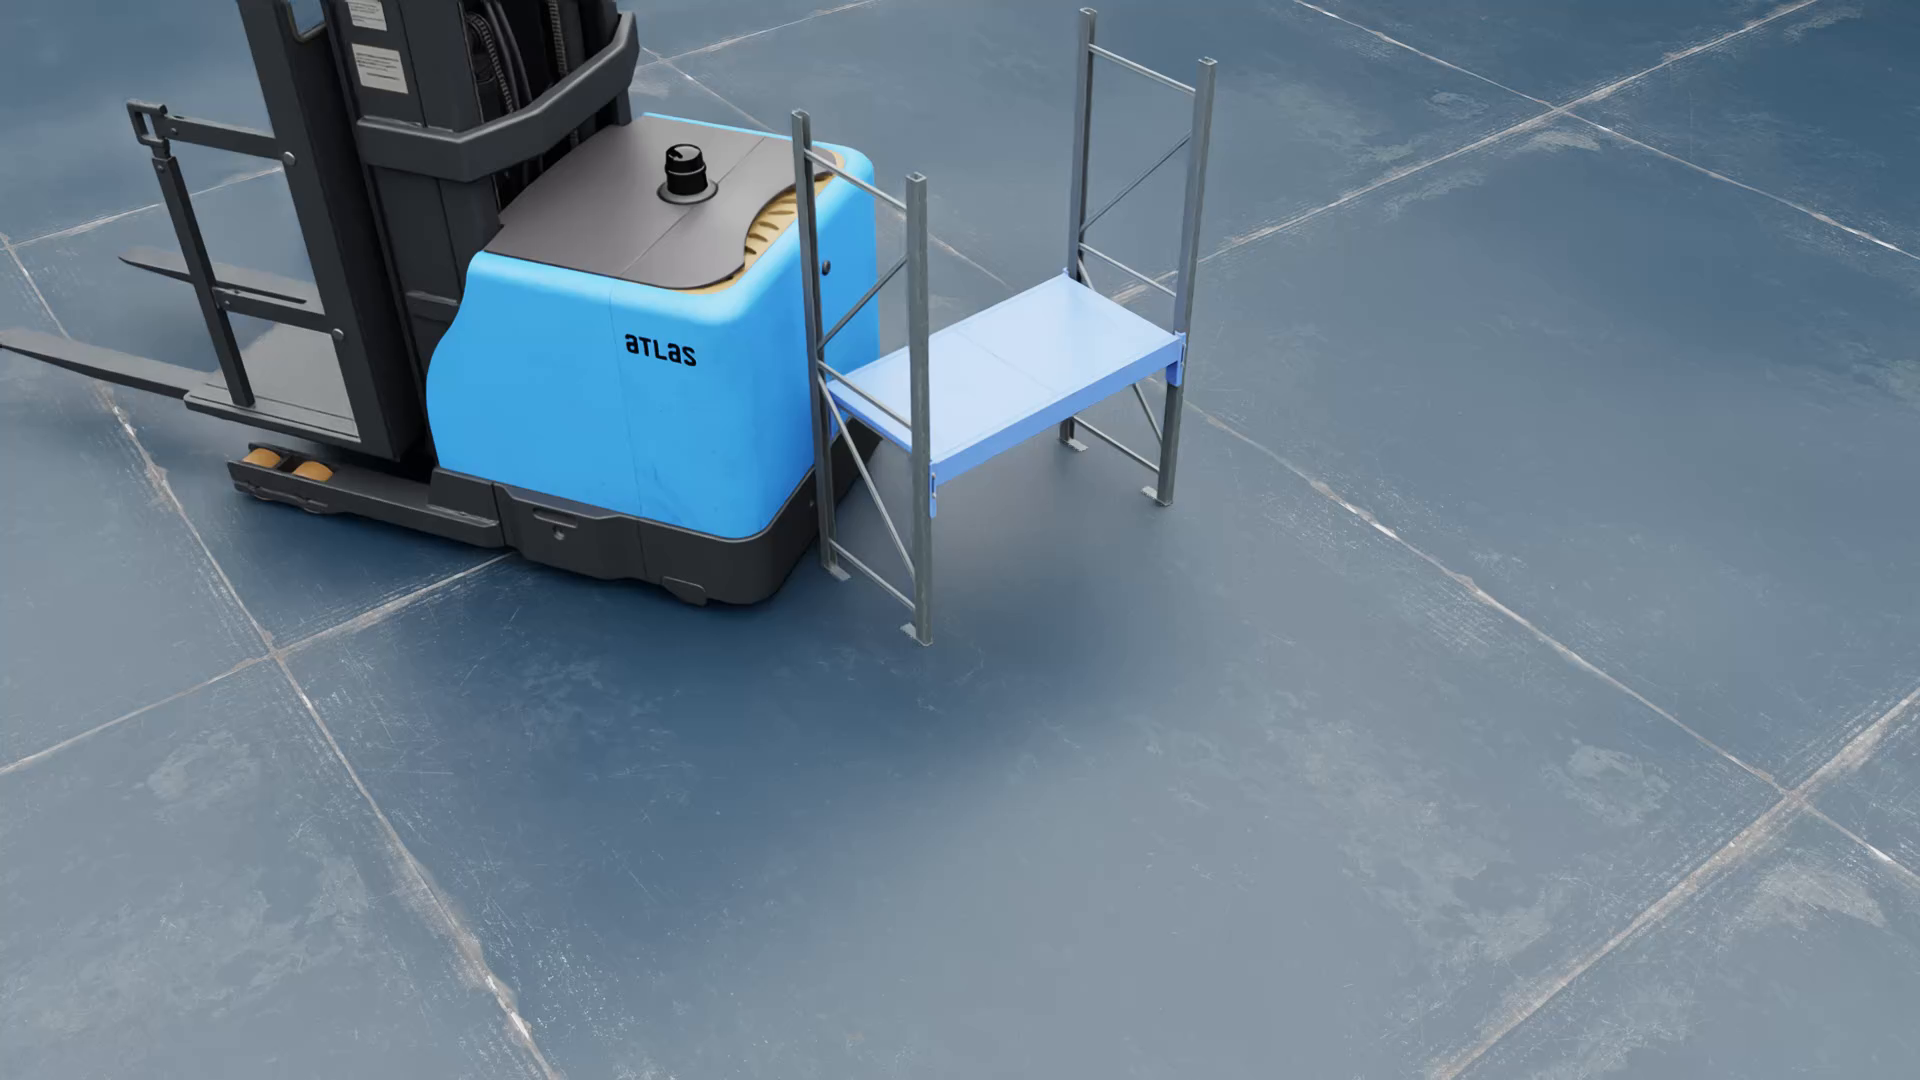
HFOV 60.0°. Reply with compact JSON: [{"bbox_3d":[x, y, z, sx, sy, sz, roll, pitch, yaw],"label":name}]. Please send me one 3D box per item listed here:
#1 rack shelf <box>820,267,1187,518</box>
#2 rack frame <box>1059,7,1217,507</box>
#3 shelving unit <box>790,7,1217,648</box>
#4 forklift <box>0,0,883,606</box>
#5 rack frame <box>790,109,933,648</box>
[{"bbox_3d":[0.130,-0.461,4.913,1.000,0.185,0.538,-29,47,-30],"label":"rack shelf"},{"bbox_3d":[0.513,-0.812,5.057,0.032,1.500,0.500,-29,47,-30],"label":"rack frame"},{"bbox_3d":[0.130,-0.600,4.799,1.048,1.500,0.538,-29,47,-30],"label":"shelving unit"},{"bbox_3d":[-1.816,-1.517,4.788,3.031,2.935,1.130,13,41,16],"label":"forklift"},{"bbox_3d":[-0.254,-0.389,4.541,0.032,1.500,0.500,-29,47,-30],"label":"rack frame"}]
